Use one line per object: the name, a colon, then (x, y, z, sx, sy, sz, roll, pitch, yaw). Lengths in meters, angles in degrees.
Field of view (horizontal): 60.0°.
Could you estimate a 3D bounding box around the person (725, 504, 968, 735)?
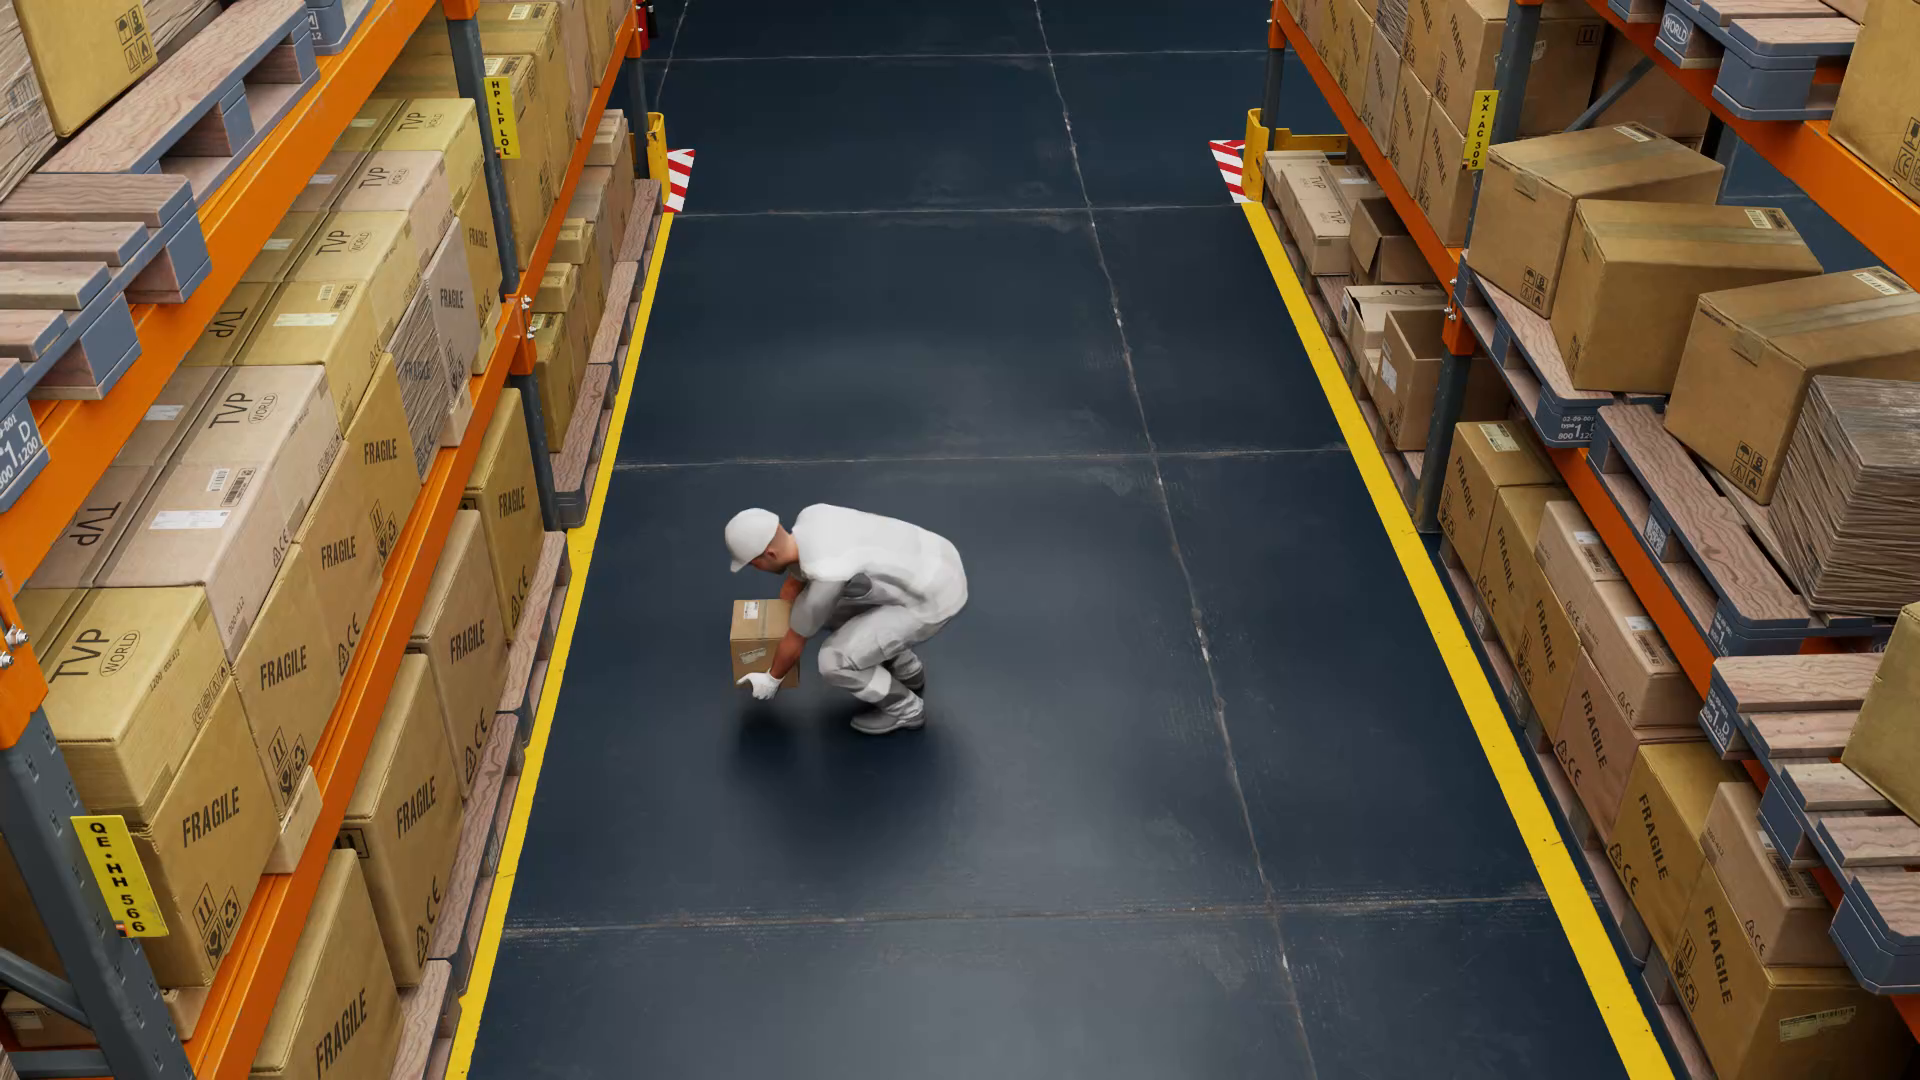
person: (-0.424, 0.267, 6.445, 0.909, 0.990, 0.530, -2, 35, -3)
